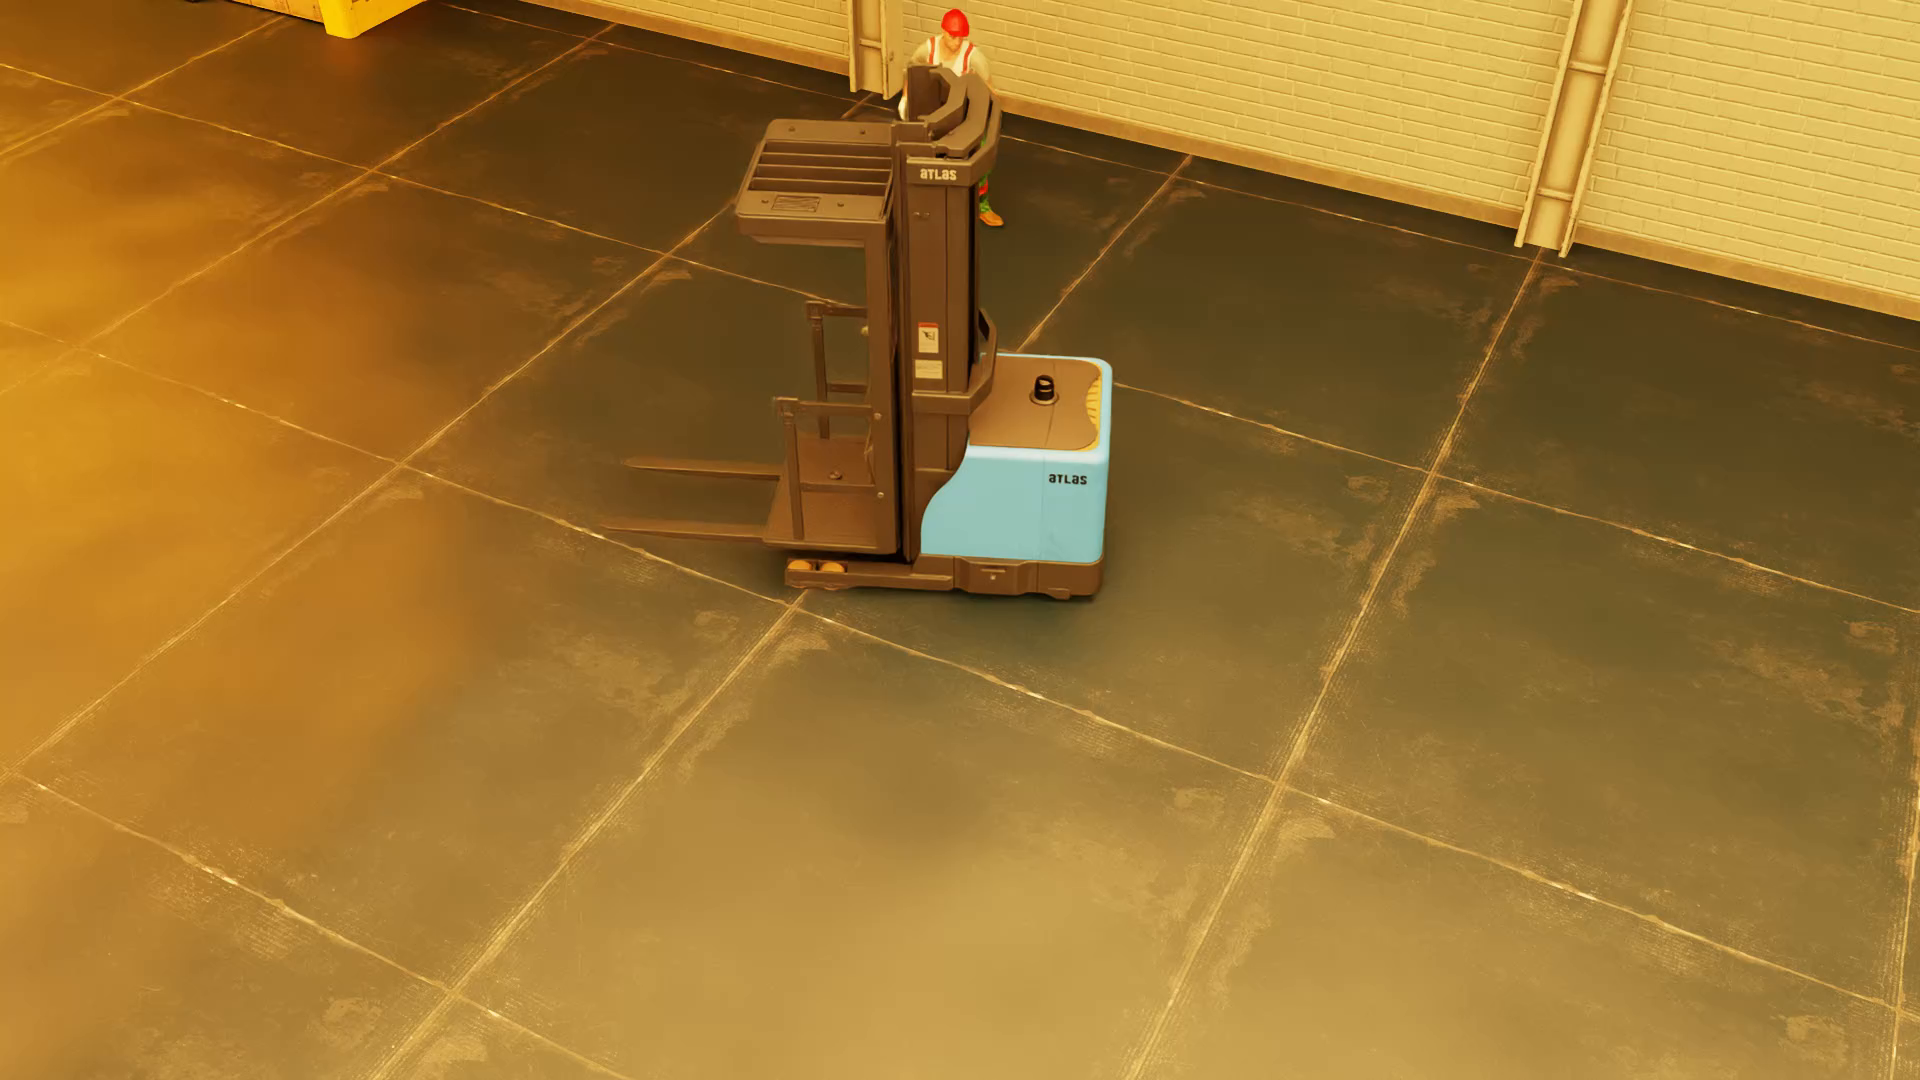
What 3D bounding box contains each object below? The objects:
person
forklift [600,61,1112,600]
[{"bbox_3d":[-0.070,-3.254,12.790,0.880,1.742,0.455,8,41,9],"label":"person"},{"bbox_3d":[-0.631,-1.158,9.362,3.031,2.935,1.130,3,40,4],"label":"forklift"}]
